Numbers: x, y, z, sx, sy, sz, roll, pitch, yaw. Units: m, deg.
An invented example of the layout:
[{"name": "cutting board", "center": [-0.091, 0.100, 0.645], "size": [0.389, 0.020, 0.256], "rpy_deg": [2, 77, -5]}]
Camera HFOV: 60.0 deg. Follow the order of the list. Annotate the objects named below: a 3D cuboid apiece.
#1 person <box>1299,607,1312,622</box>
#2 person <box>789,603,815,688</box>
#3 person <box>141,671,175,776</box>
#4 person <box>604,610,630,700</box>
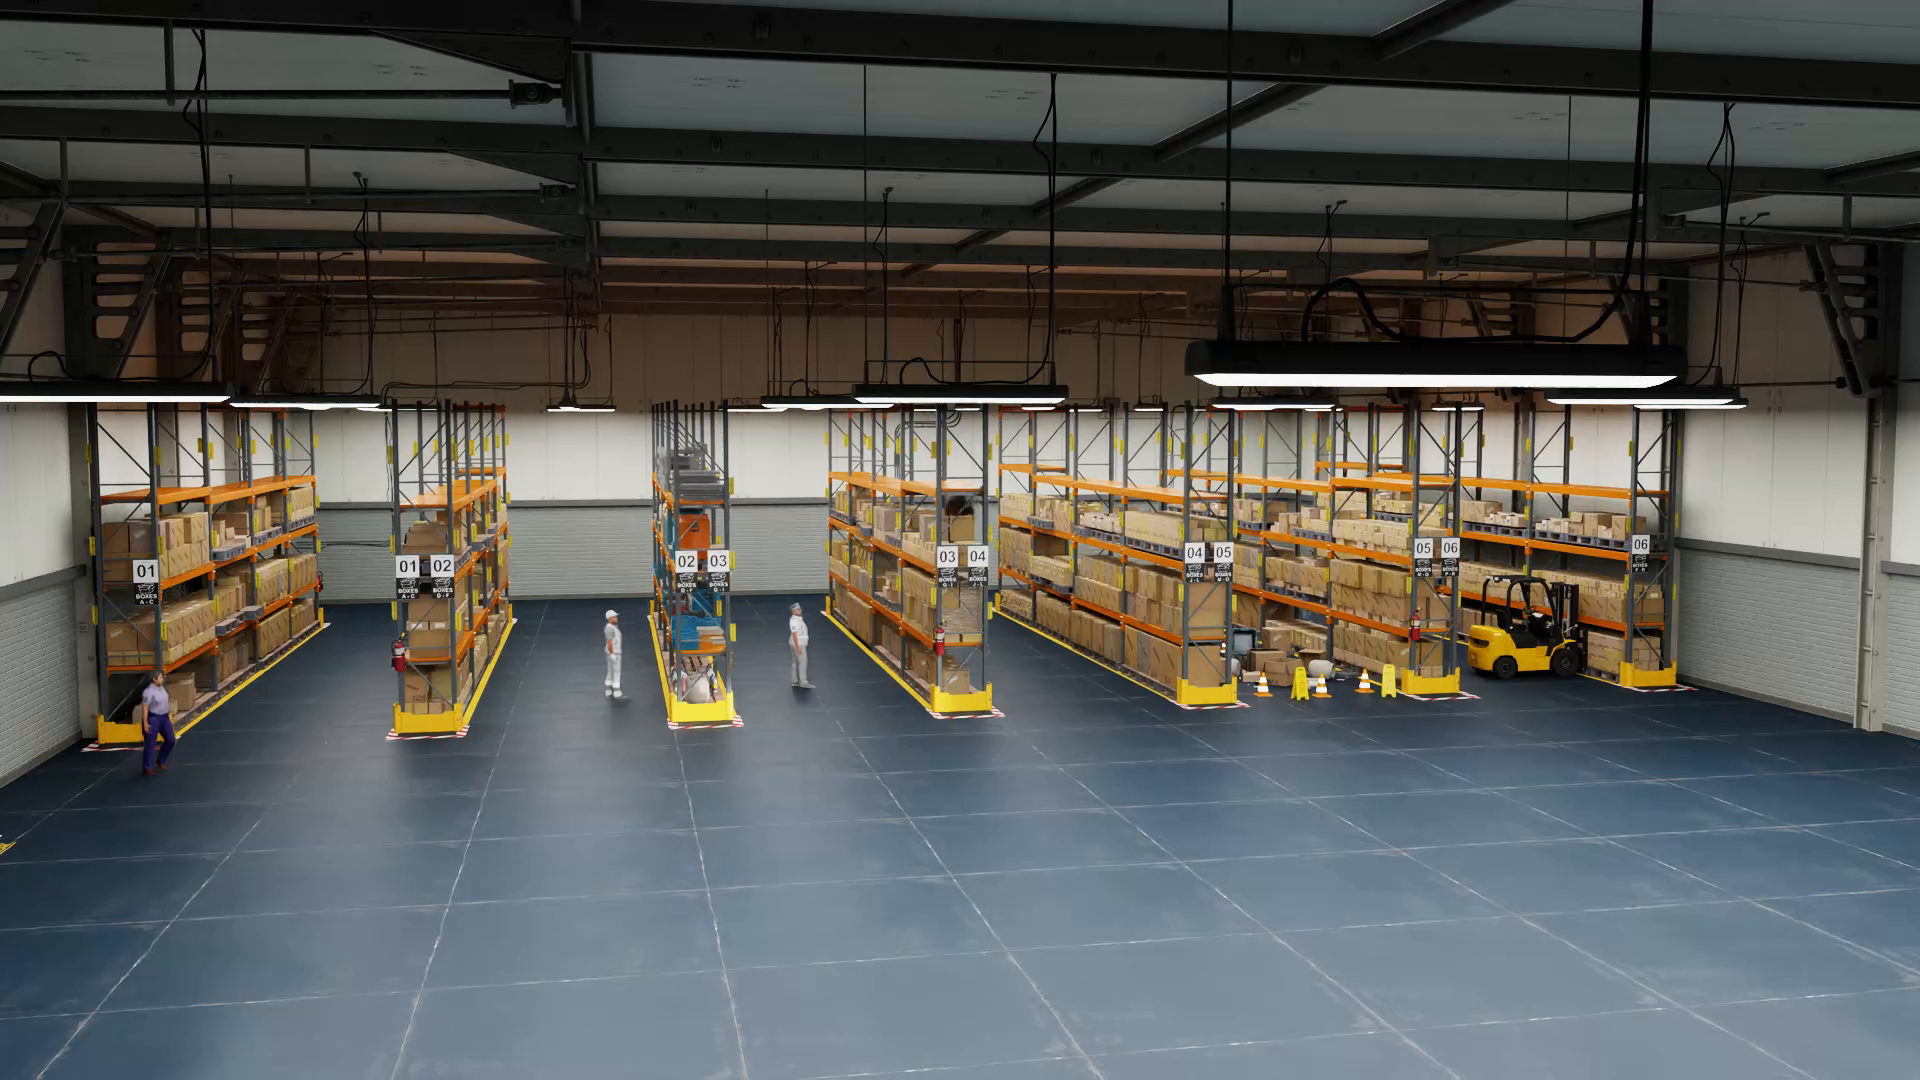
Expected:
[{"name": "person", "center": [9.133, 1.496, 44.481], "size": [0.617, 1.756, 0.622], "rpy_deg": [0, 4, -1]}, {"name": "person", "center": [-3.344, 2.207, 35.004], "size": [0.516, 1.783, 0.588], "rpy_deg": [-1, 4, -14]}, {"name": "person", "center": [-12.845, 2.926, 26.593], "size": [0.397, 1.642, 0.574], "rpy_deg": [2, 5, 19]}, {"name": "person", "center": [-6.923, 2.306, 33.478], "size": [0.476, 1.794, 0.579], "rpy_deg": [-2, 5, -21]}]
